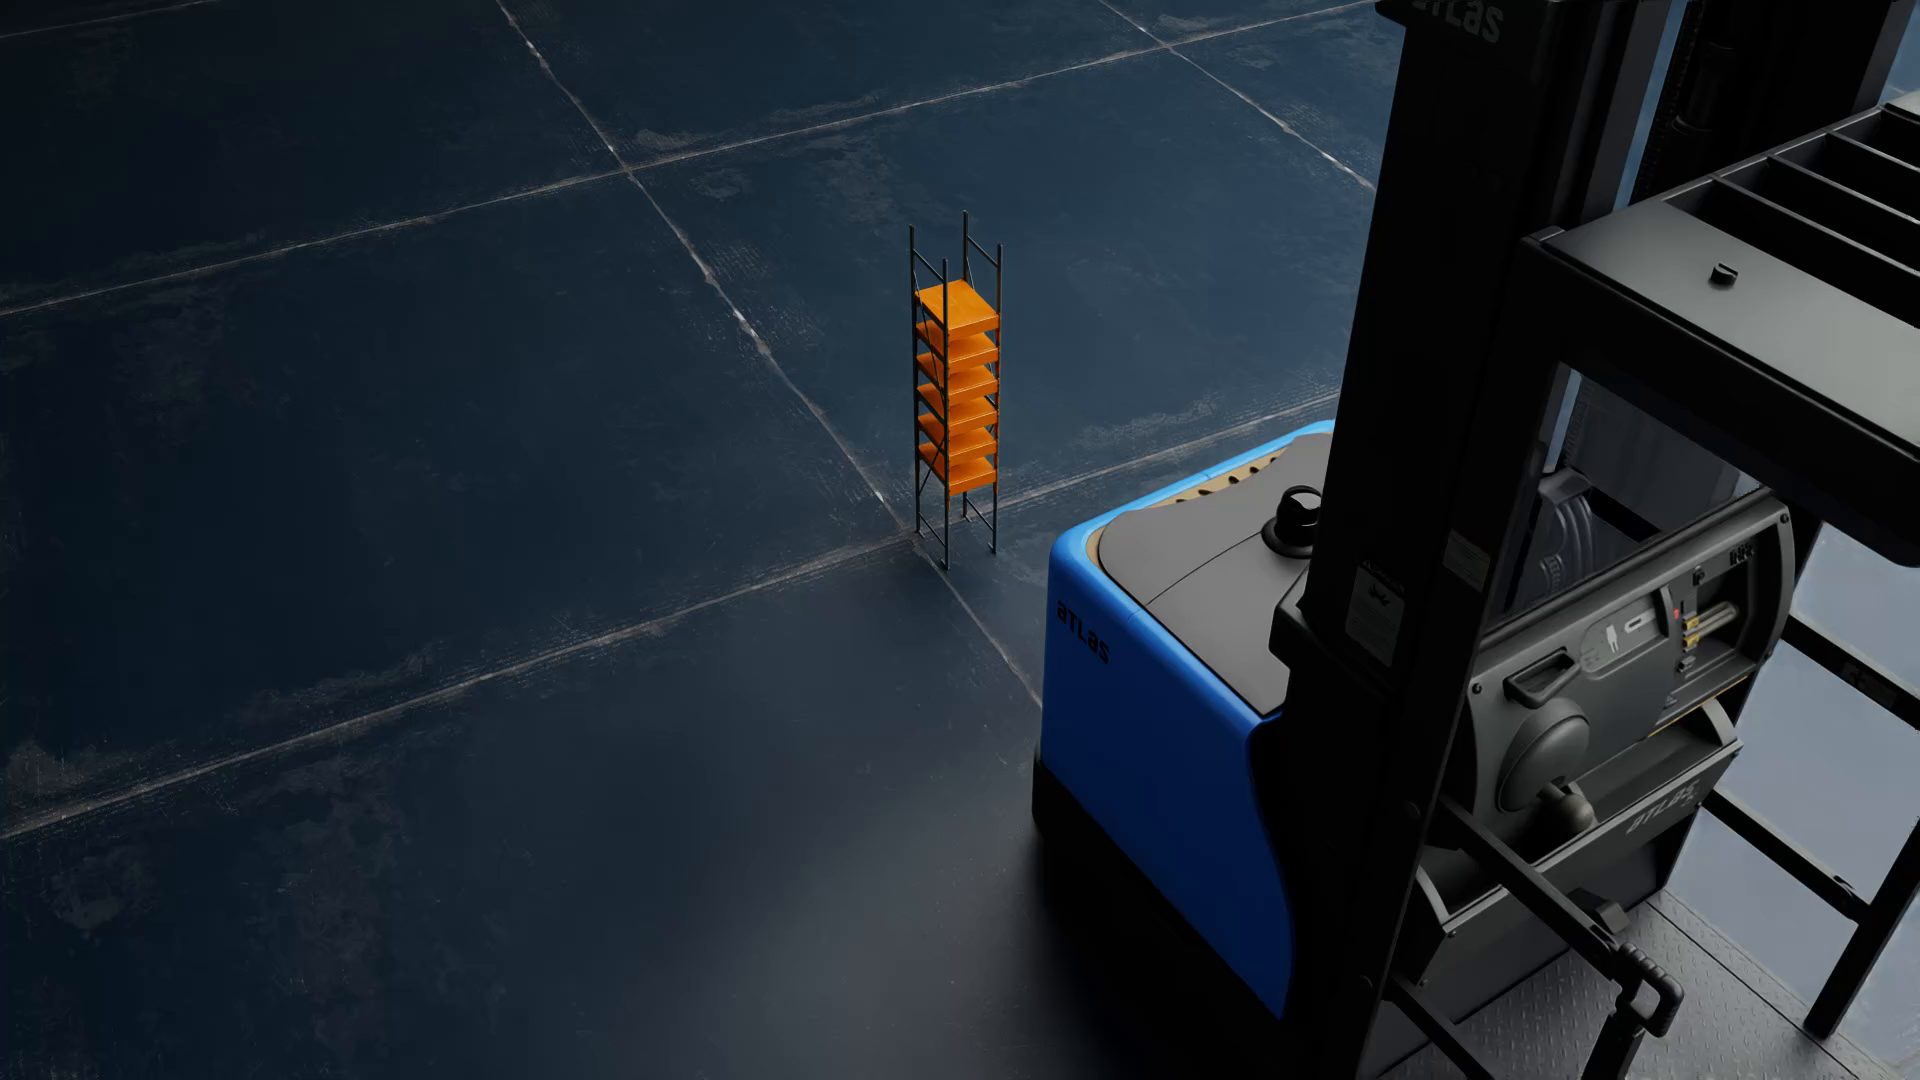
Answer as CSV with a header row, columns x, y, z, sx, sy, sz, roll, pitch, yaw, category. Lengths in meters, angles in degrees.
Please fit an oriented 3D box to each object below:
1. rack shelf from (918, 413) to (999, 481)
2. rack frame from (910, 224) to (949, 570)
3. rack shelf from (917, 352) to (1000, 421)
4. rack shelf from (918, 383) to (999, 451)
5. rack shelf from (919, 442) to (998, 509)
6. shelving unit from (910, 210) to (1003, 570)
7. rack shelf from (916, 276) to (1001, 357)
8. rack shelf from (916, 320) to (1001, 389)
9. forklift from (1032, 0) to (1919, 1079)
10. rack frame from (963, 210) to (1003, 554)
x,y,z,sx,sy,sz,roll,pitch,yaw,category
-0.013,-0.328,5.463,0.180,0.103,0.258,-19,44,-21,rack shelf
-0.094,-0.426,5.325,0.006,1.200,0.240,-19,44,-21,rack frame
-0.013,-0.511,5.308,0.180,0.103,0.258,-19,44,-21,rack shelf
-0.013,-0.420,5.386,0.180,0.103,0.258,-19,44,-21,rack shelf
-0.013,-0.237,5.541,0.180,0.103,0.258,-19,44,-21,rack shelf
-0.013,-0.454,5.357,0.189,1.200,0.258,-19,44,-21,shelving unit
-0.013,-0.694,5.153,0.180,0.103,0.258,-19,44,-21,rack shelf
-0.013,-0.603,5.231,0.180,0.103,0.258,-19,44,-21,rack shelf
1.432,0.320,3.104,1.130,2.935,3.031,-23,45,-25,forklift
0.068,-0.481,5.389,0.006,1.200,0.240,-19,44,-21,rack frame
